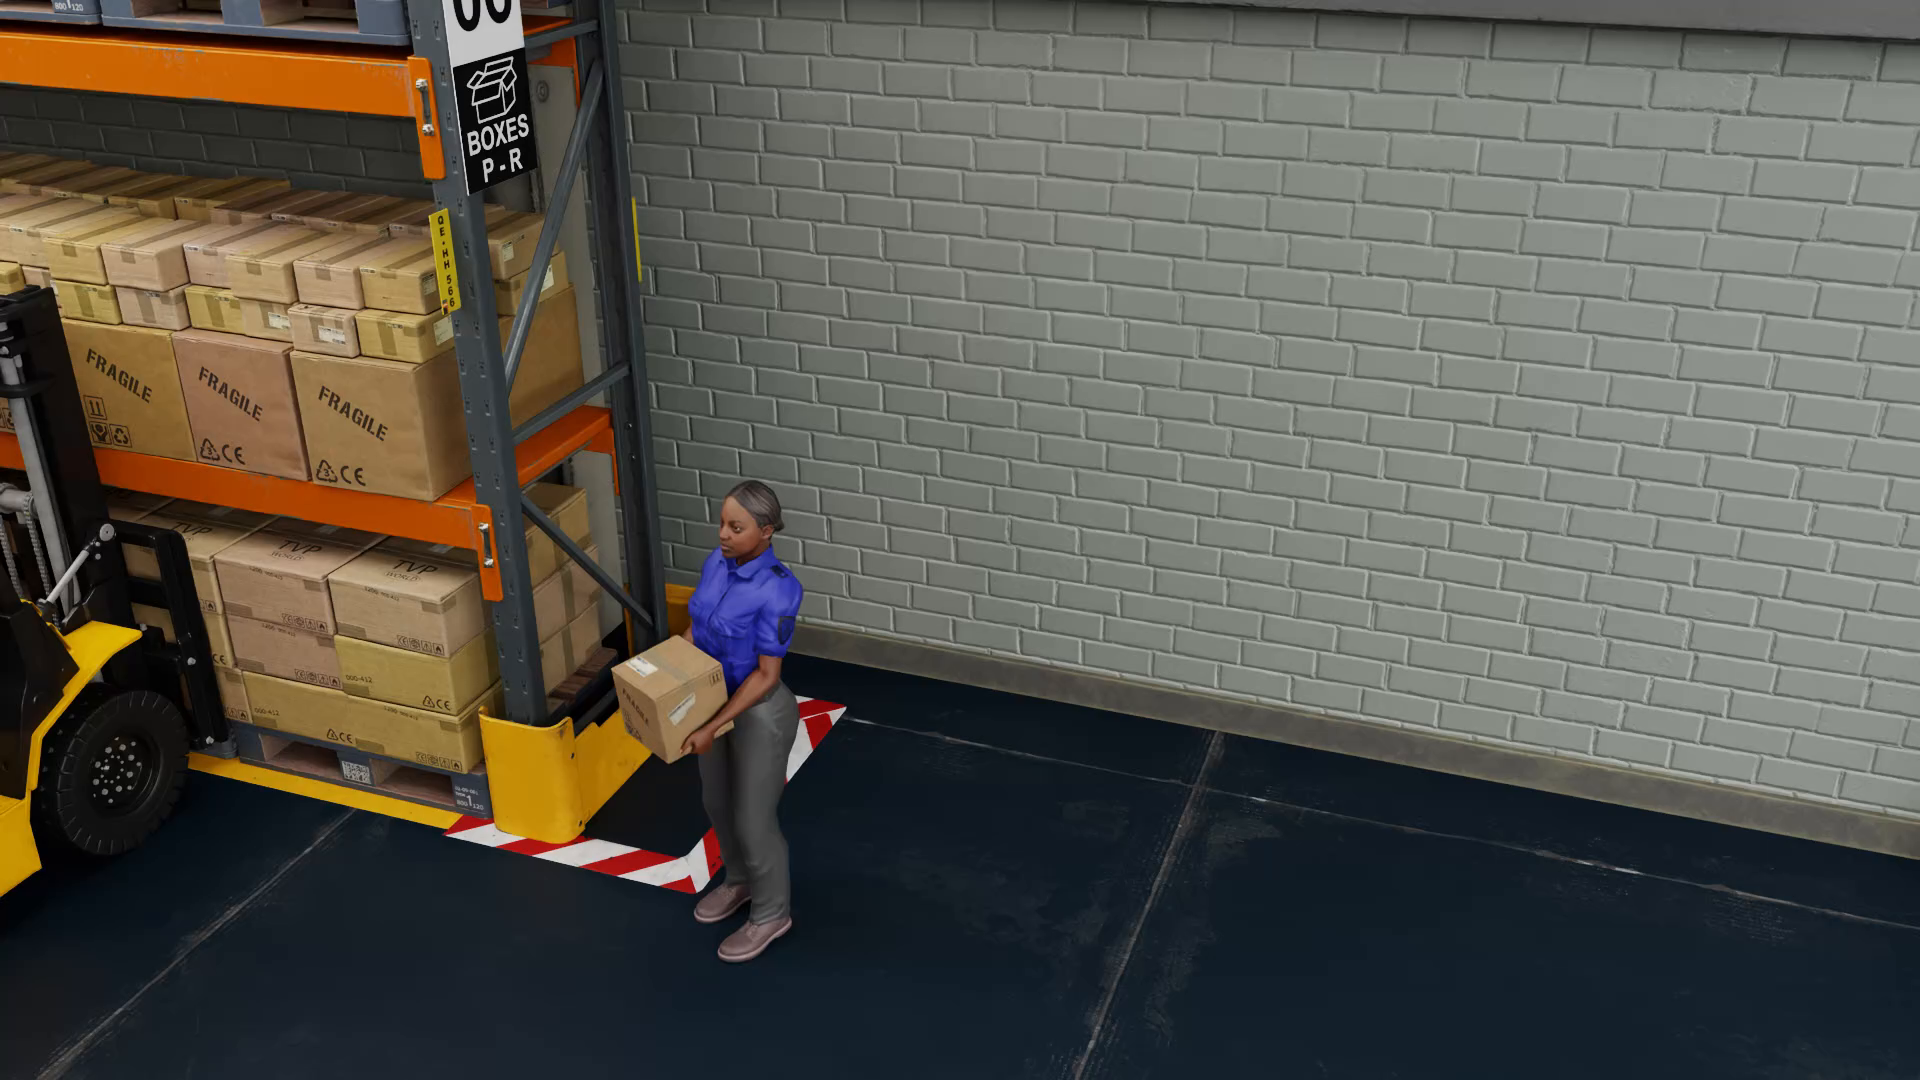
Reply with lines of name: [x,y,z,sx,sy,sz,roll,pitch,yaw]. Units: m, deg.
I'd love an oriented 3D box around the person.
person: [-0.761,0.600,5.394,0.516,1.648,0.451,-21,33,-37]
